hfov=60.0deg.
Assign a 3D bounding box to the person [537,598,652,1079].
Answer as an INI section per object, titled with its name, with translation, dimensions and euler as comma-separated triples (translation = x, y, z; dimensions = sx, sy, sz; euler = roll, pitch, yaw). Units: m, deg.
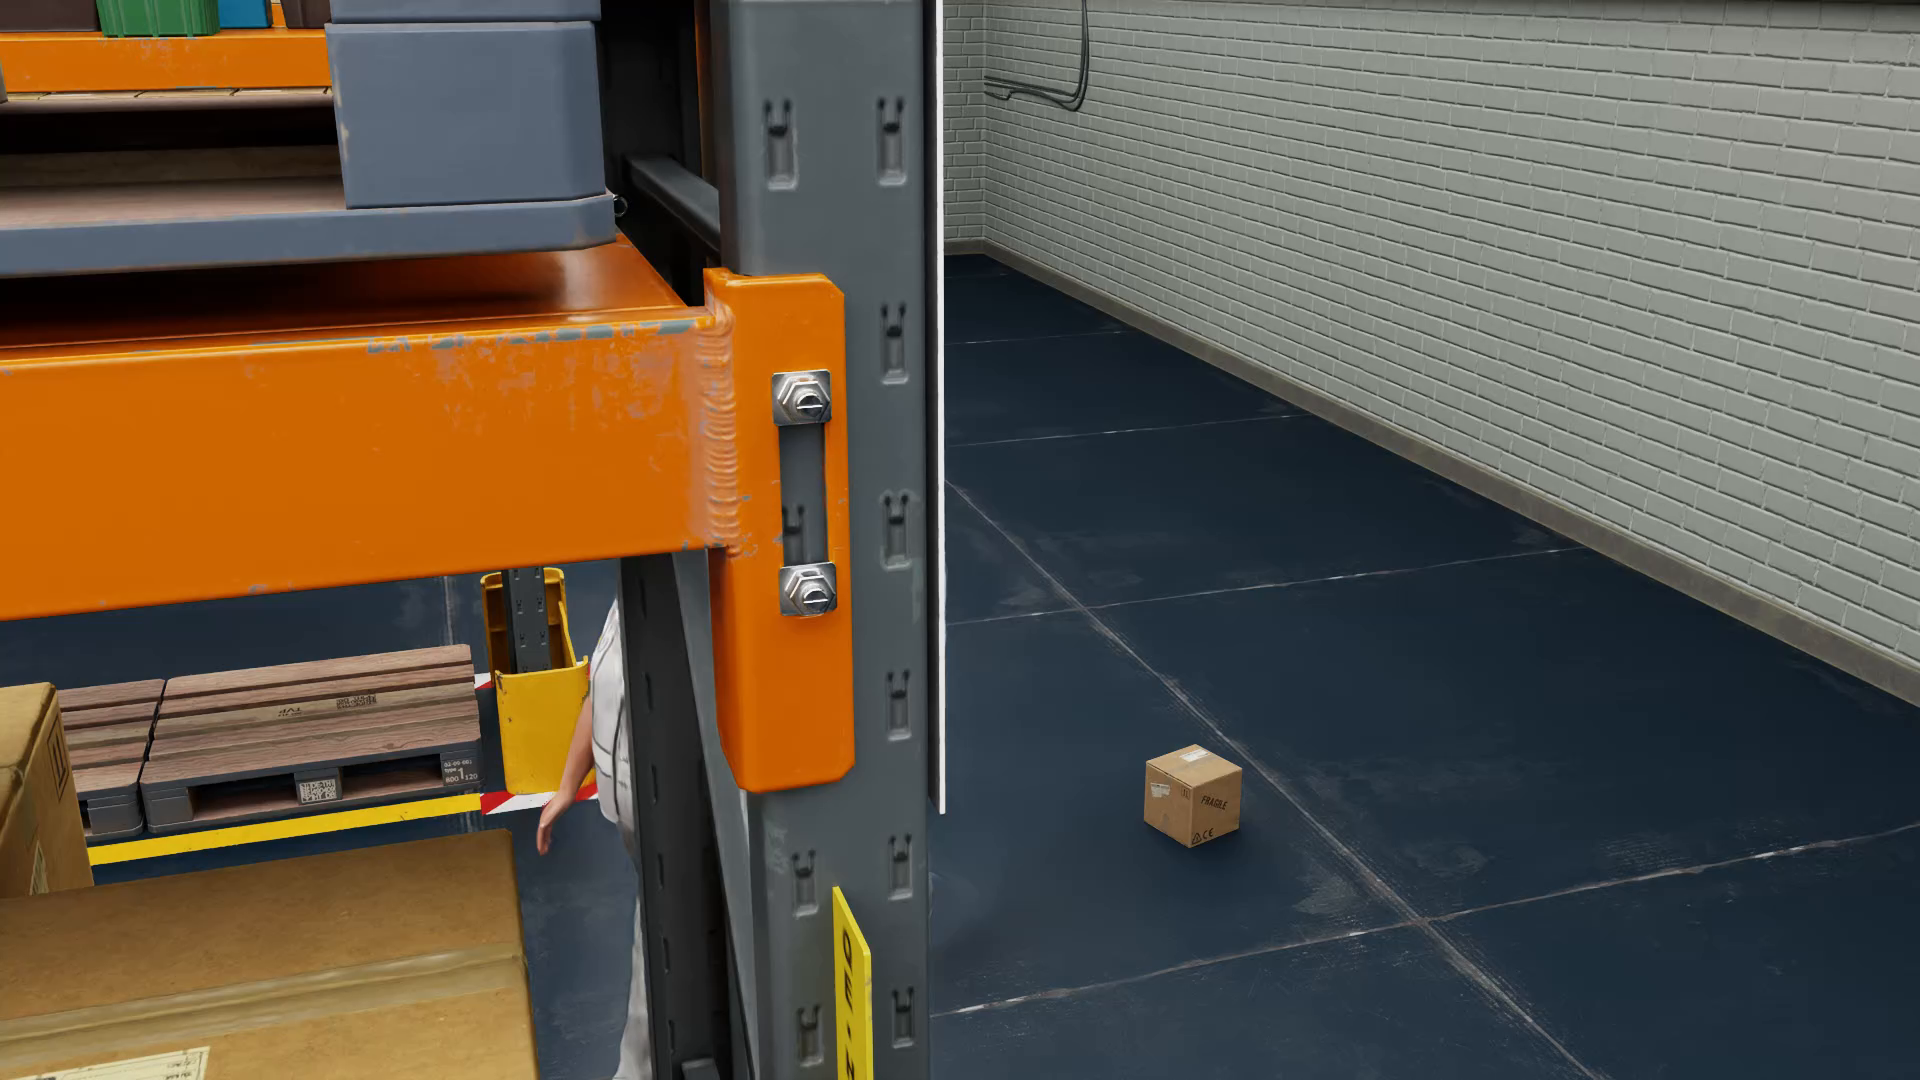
[person]
translation = -0.843, 0.731, 4.395
dimensions = 0.534, 1.761, 0.894
euler = 16, 25, 39
